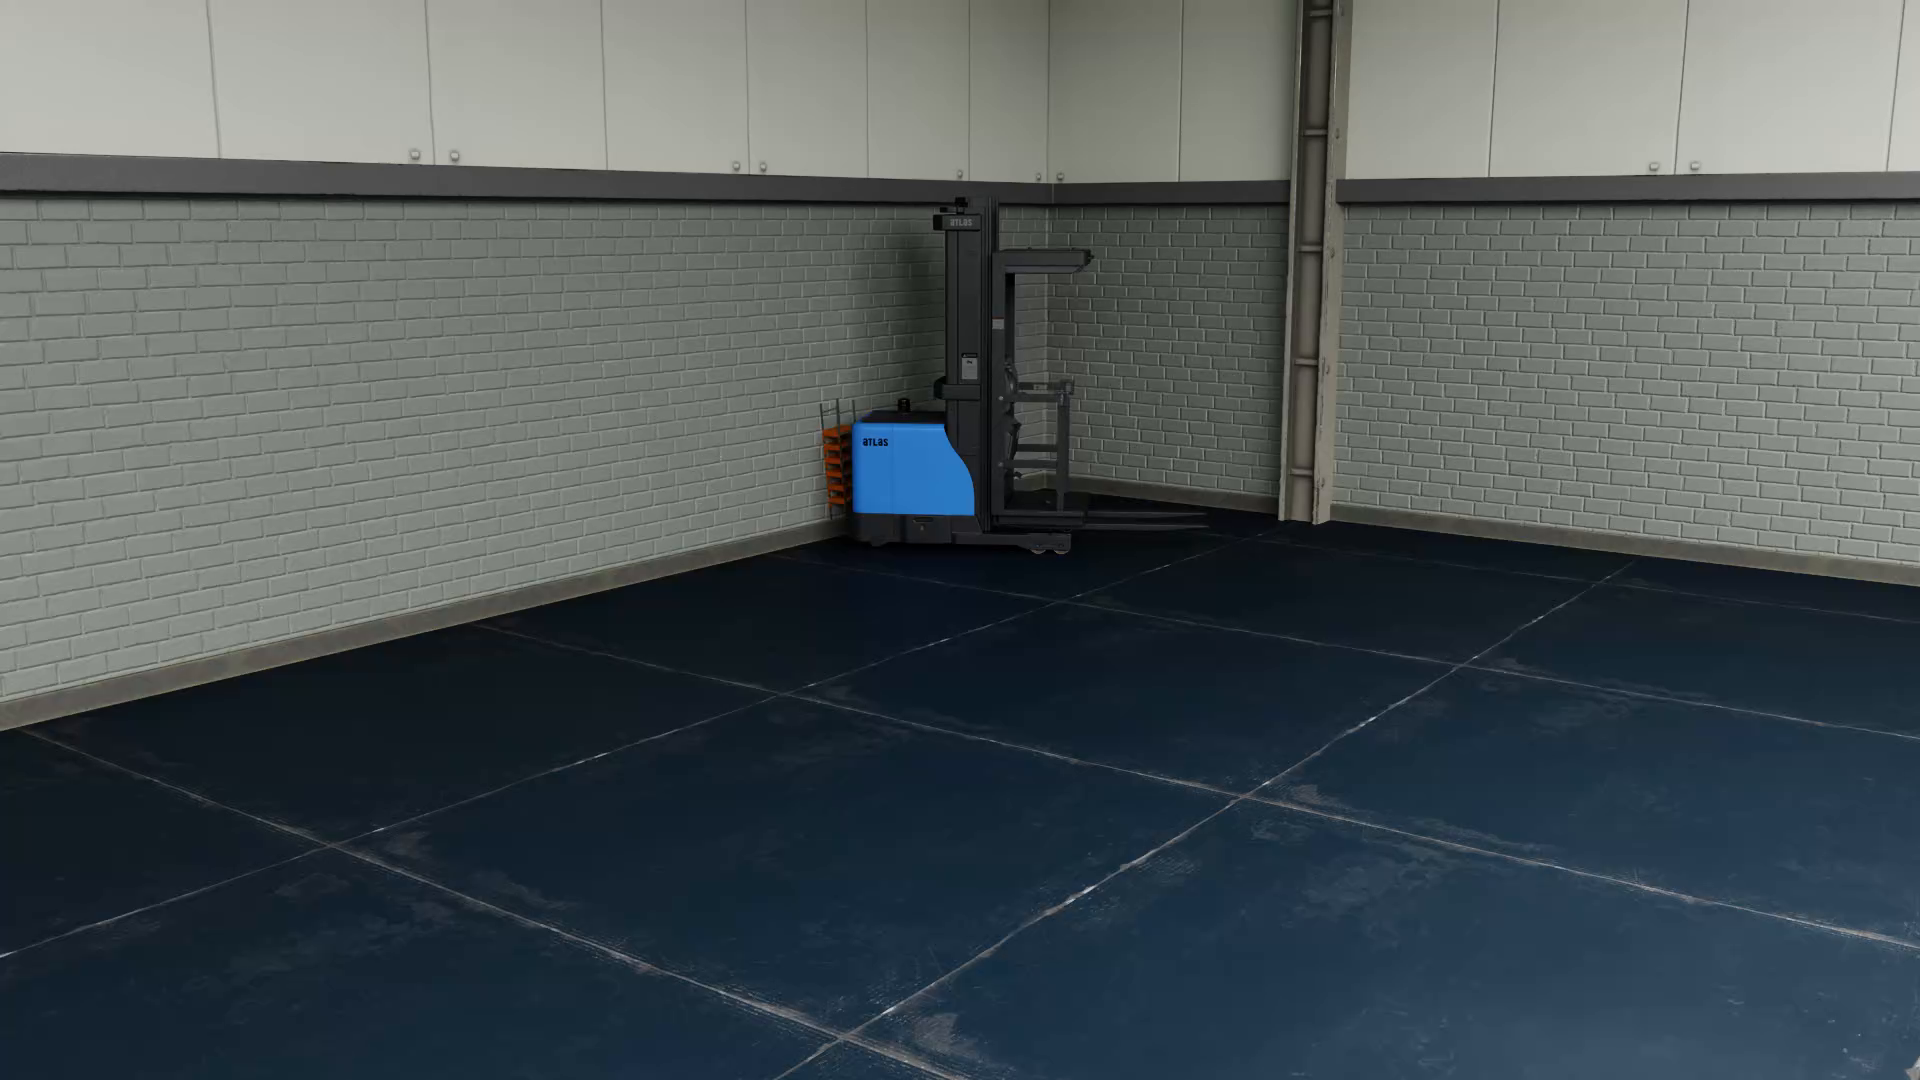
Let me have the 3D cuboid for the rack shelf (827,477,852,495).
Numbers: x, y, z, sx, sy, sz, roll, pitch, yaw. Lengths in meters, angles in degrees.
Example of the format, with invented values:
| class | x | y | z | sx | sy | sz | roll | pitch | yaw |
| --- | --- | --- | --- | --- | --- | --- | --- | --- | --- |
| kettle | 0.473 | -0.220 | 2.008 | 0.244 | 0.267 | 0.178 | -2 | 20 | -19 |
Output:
| class | x | y | z | sx | sy | sz | roll | pitch | yaw |
| --- | --- | --- | --- | --- | --- | --- | --- | --- | --- |
| rack shelf | -1.011 | -0.465 | 14.590 | 0.180 | 0.103 | 0.258 | 8 | 20 | 36 |

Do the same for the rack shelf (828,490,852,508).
| class | x | y | z | sx | sy | sz | roll | pitch | yaw |
| --- | --- | --- | --- | --- | --- | --- | --- | --- | --- |
| rack shelf | -1.003 | -0.350 | 14.623 | 0.180 | 0.103 | 0.258 | 8 | 20 | 36 |

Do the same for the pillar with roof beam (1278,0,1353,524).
| class | x | y | z | sx | sy | sz | roll | pitch | yaw |
| --- | --- | --- | --- | --- | --- | --- | --- | --- | --- |
| pillar with roof beam | 0.663 | -3.948 | 11.243 | 0.400 | 9.000 | 9.100 | 8 | 13 | 36 |

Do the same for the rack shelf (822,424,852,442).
| class | x | y | z | sx | sy | sz | roll | pitch | yaw |
| --- | --- | --- | --- | --- | --- | --- | --- | --- | --- |
| rack shelf | -1.044 | -0.925 | 14.456 | 0.180 | 0.103 | 0.258 | 8 | 20 | 36 |

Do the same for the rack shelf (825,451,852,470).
| class | x | y | z | sx | sy | sz | roll | pitch | yaw |
| --- | --- | --- | --- | --- | --- | --- | --- | --- | --- |
| rack shelf | -1.028 | -0.695 | 14.523 | 0.180 | 0.103 | 0.258 | 8 | 20 | 36 |

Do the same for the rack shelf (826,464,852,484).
| class | x | y | z | sx | sy | sz | roll | pitch | yaw |
| --- | --- | --- | --- | --- | --- | --- | --- | --- | --- |
| rack shelf | -1.019 | -0.580 | 14.556 | 0.180 | 0.103 | 0.258 | 8 | 20 | 36 |

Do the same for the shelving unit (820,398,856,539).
| class | x | y | z | sx | sy | sz | roll | pitch | yaw |
| --- | --- | --- | --- | --- | --- | --- | --- | --- | --- |
| shelving unit | -1.022 | -0.623 | 14.544 | 0.189 | 1.200 | 0.258 | 8 | 20 | 36 |

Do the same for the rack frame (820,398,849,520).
| class | x | y | z | sx | sy | sz | roll | pitch | yaw |
| --- | --- | --- | --- | --- | --- | --- | --- | --- | --- |
| rack frame | -1.096 | -0.633 | 14.598 | 0.006 | 1.200 | 0.240 | 8 | 20 | 36 |

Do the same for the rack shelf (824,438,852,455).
| class | x | y | z | sx | sy | sz | roll | pitch | yaw |
| --- | --- | --- | --- | --- | --- | --- | --- | --- | --- |
| rack shelf | -1.036 | -0.810 | 14.489 | 0.180 | 0.103 | 0.258 | 8 | 20 | 36 |

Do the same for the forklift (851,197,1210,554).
| class | x | y | z | sx | sy | sz | roll | pitch | yaw |
| --- | --- | --- | --- | --- | --- | --- | --- | --- | --- |
| forklift | 0.625 | -1.426 | 14.185 | 3.031 | 2.935 | 1.130 | 1 | 11 | 6 |

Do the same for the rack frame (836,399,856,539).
| class | x | y | z | sx | sy | sz | roll | pitch | yaw |
| --- | --- | --- | --- | --- | --- | --- | --- | --- | --- |
| rack frame | -0.949 | -0.612 | 14.490 | 0.006 | 1.200 | 0.240 | 8 | 20 | 36 |
